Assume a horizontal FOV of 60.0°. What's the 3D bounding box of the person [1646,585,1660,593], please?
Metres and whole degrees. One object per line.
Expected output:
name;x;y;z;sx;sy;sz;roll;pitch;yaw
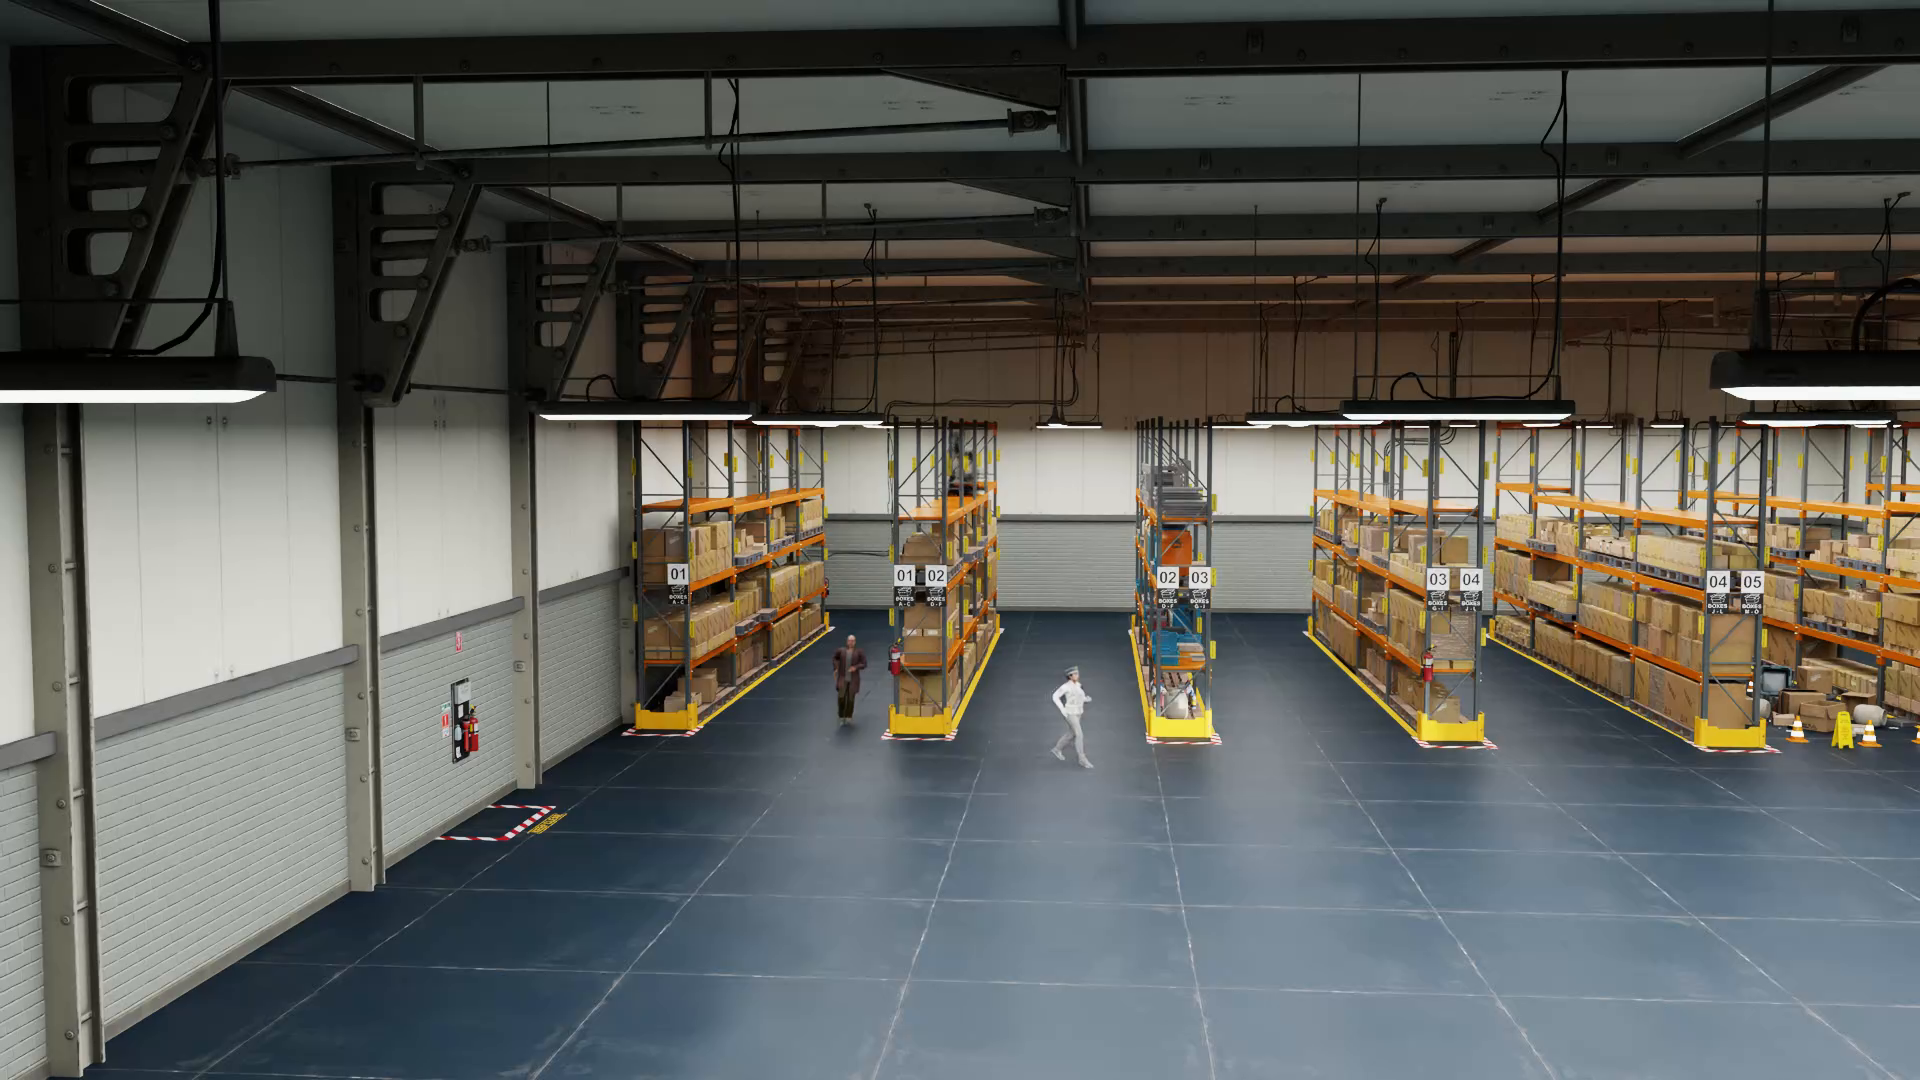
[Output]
person;19.750;1.771;47.237;0.730;1.806;0.690;0;4;8

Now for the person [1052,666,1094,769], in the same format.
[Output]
person;1.928;3.000;28.419;0.895;1.711;0.599;3;4;34

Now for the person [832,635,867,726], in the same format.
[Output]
person;-2.159;2.750;32.423;0.693;1.805;0.734;0;4;0
